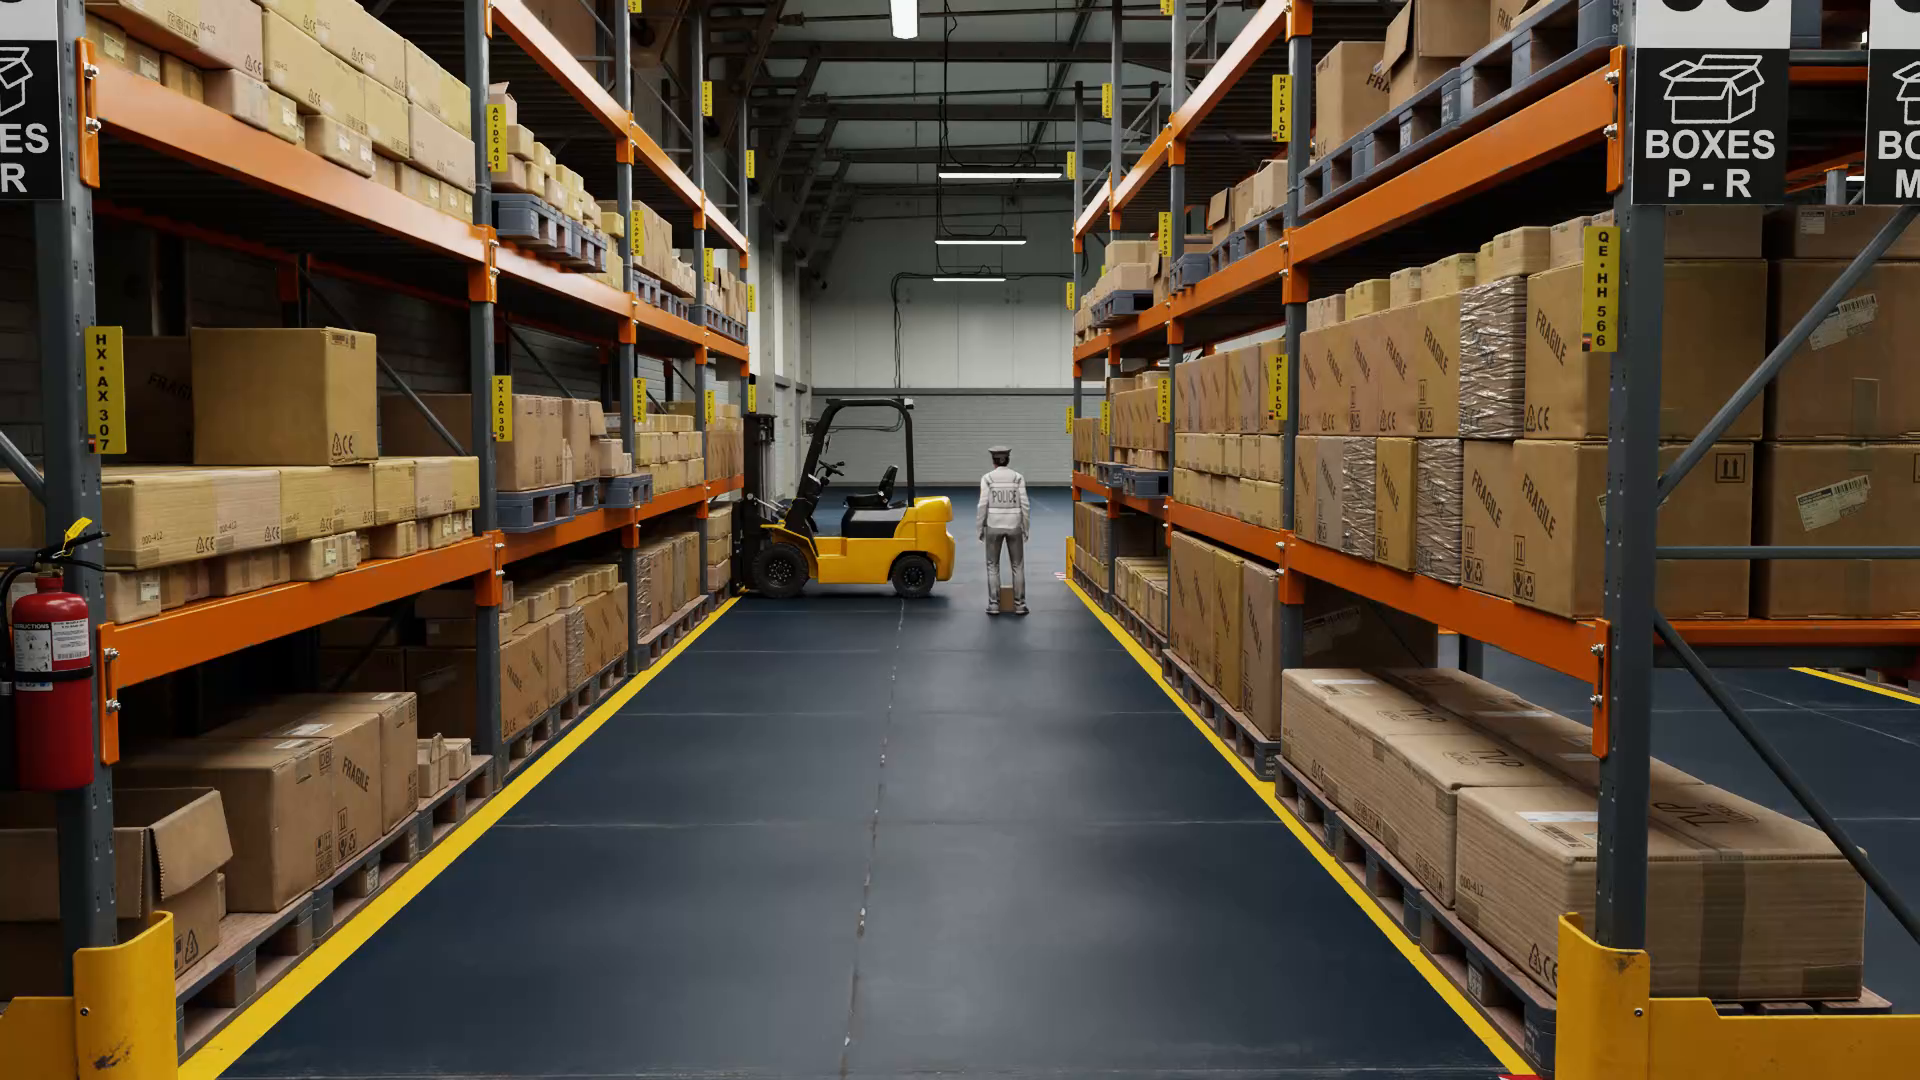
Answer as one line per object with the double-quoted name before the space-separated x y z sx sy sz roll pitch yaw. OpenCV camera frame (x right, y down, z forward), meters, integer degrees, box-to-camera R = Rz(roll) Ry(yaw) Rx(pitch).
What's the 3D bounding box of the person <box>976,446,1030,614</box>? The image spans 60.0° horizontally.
"person" 0.428 -0.097 16.419 0.543 1.662 0.376 0 4 -5
